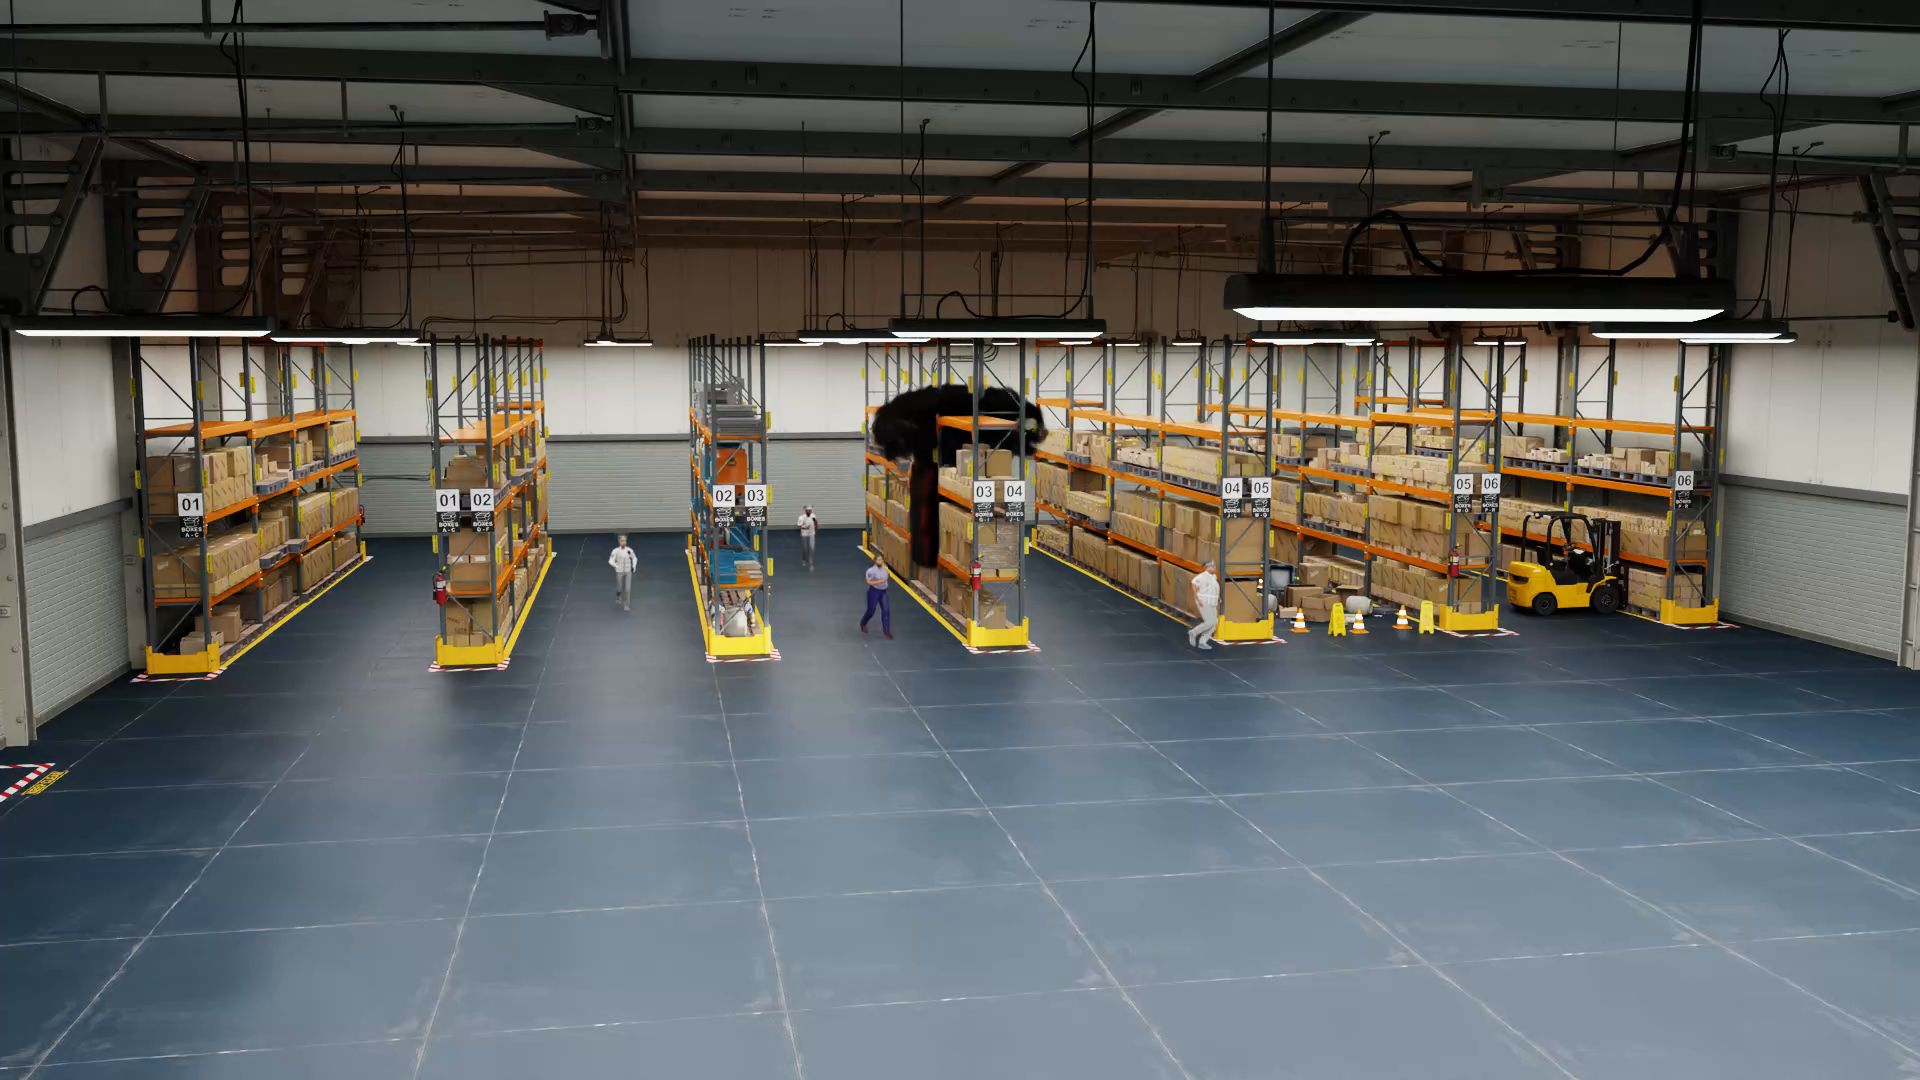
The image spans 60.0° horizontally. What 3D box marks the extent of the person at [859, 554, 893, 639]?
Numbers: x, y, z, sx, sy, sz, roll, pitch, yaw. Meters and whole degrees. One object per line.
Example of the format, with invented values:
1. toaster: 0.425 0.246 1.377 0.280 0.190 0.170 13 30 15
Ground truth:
1. person: -1.660 1.097 33.088 0.598 1.652 0.933 -5 8 -38

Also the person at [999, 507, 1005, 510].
1. person: 1.225 -0.733 49.178 0.663 1.687 0.615 1 7 11

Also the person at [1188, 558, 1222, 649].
1. person: 4.757 1.214 31.958 0.542 1.728 0.719 5 8 38

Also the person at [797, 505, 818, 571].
1. person: -3.980 -0.076 43.411 0.600 1.731 0.918 -3 7 -22

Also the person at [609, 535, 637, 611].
1. person: -7.407 0.704 36.643 0.625 1.654 0.724 -2 7 -19
